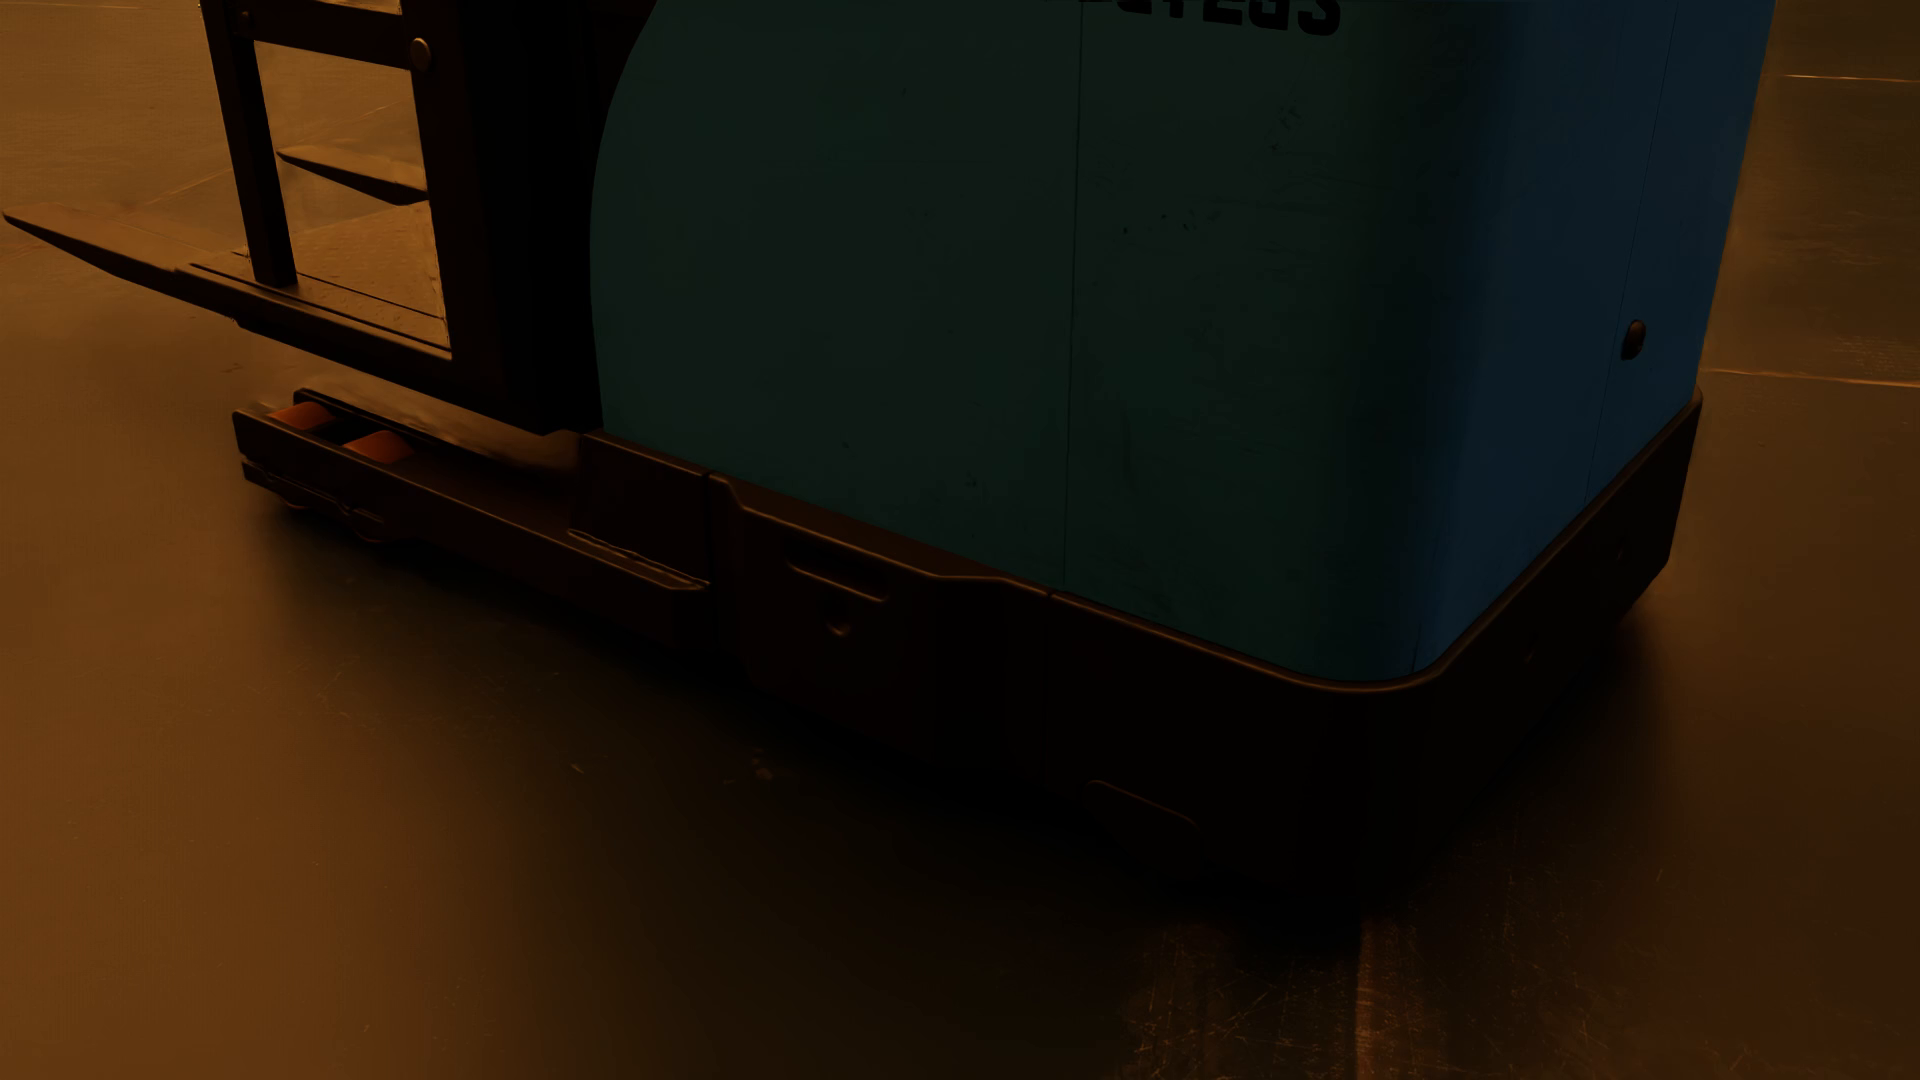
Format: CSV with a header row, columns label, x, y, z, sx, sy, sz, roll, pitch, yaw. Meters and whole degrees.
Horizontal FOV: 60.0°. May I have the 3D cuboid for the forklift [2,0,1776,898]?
label,x,y,z,sx,sy,sz,roll,pitch,yaw
forklift,-0.497,-1.472,2.163,3.031,2.935,1.130,19,32,33
